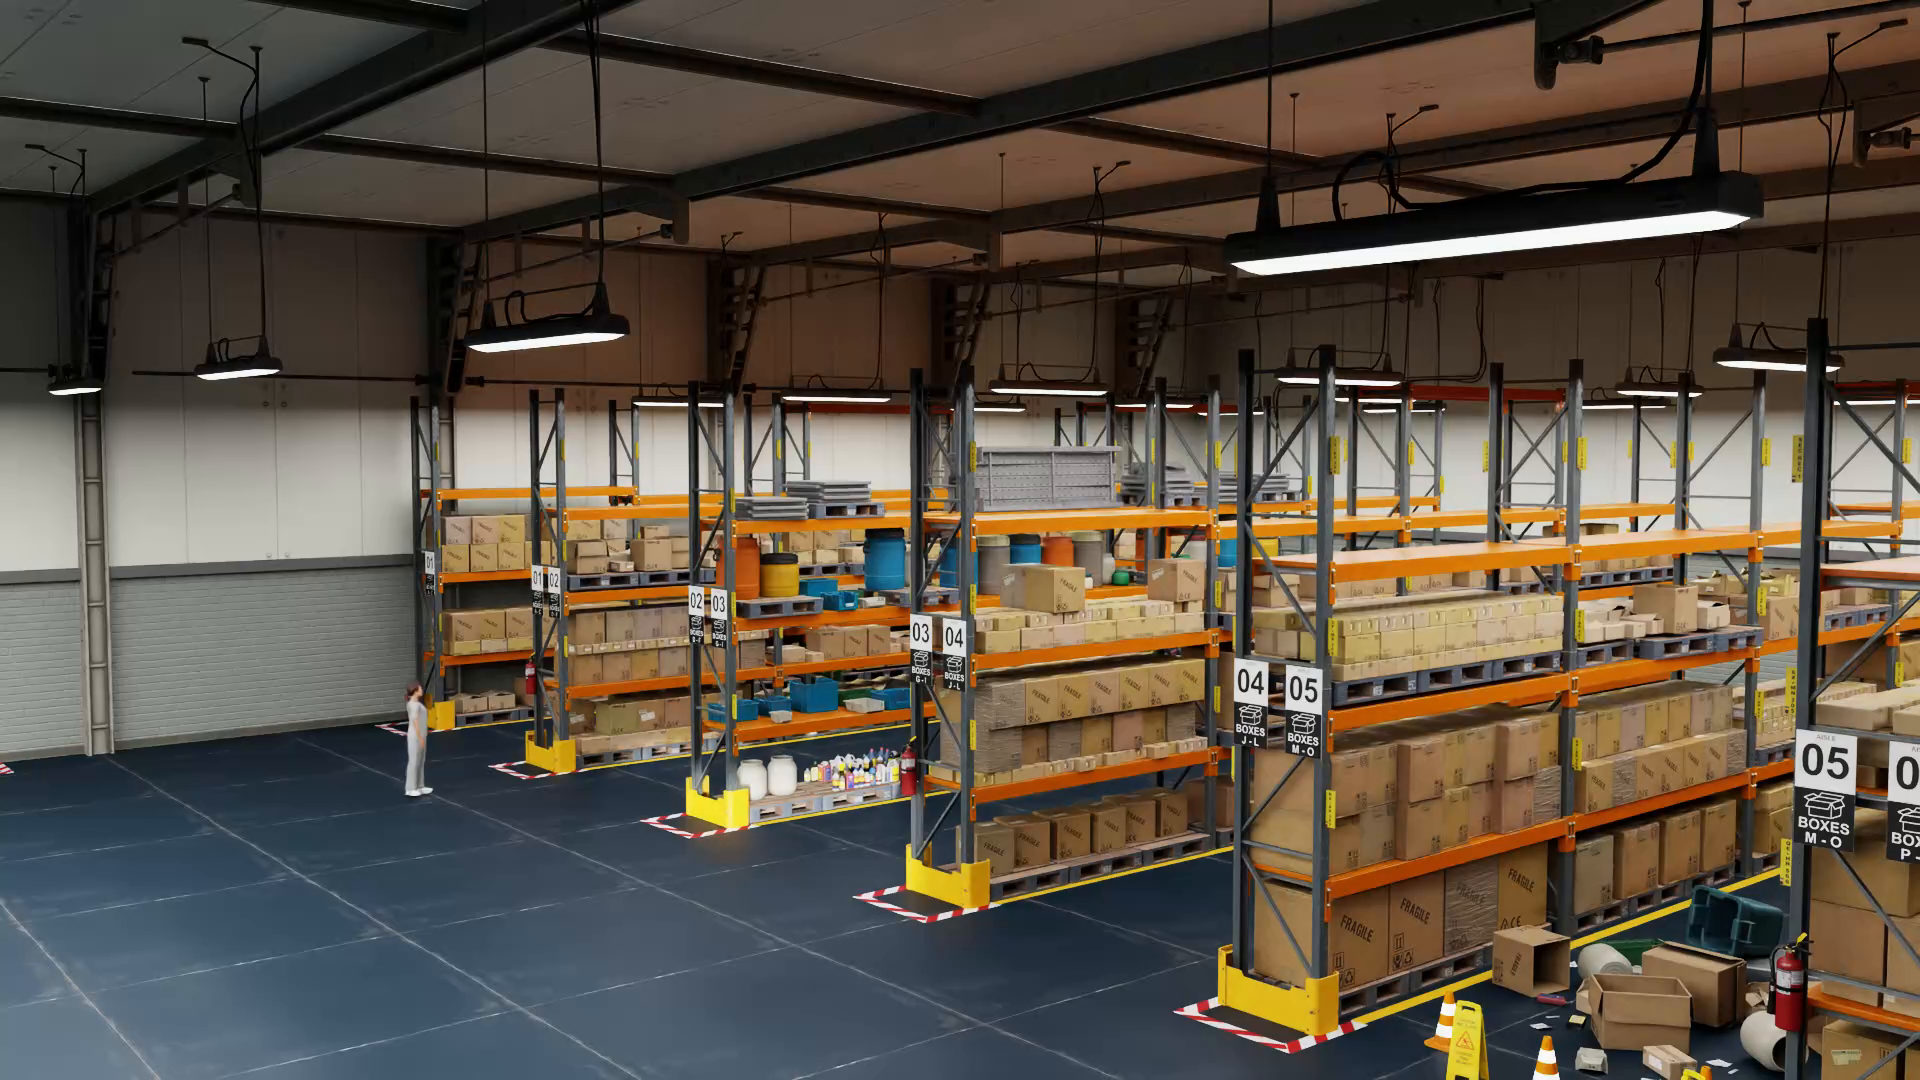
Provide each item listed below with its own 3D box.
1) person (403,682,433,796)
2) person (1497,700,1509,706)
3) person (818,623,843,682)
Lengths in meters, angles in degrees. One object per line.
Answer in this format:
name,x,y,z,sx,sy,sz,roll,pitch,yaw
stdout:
person,-7.937,2.893,24.294,0.352,1.671,0.485,0,3,-1
person,7.287,2.939,22.803,0.579,1.788,0.566,1,4,16
person,-2.564,2.337,33.085,0.592,1.803,0.662,-1,4,-16
